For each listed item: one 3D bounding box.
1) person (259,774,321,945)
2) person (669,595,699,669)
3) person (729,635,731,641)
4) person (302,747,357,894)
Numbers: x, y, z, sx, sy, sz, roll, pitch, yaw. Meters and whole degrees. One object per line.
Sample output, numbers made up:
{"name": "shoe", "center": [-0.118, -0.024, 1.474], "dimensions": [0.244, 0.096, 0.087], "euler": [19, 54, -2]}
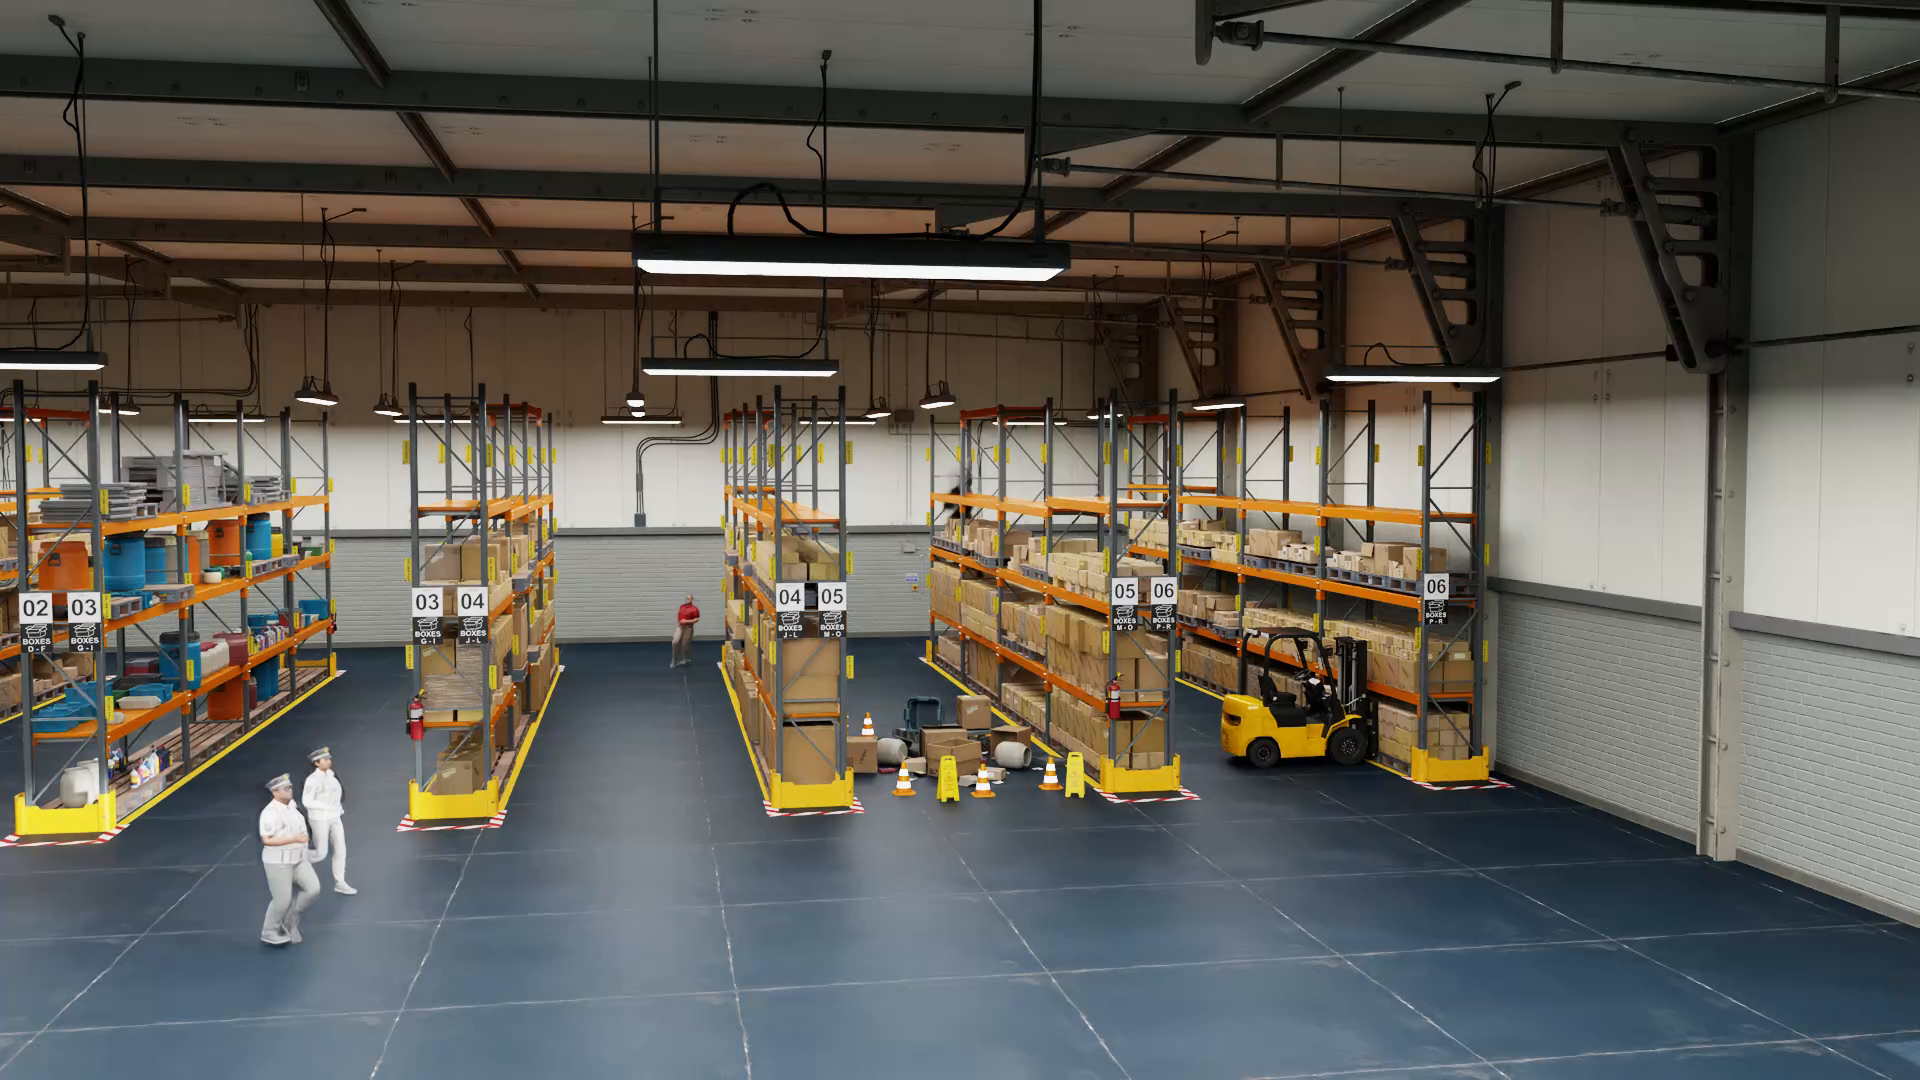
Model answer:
{"name": "person", "center": [-6.815, 3.269, 16.942], "dimensions": [0.660, 1.796, 0.644], "euler": [1, 3, 16]}
{"name": "person", "center": [-6.485, 2.157, 39.324], "dimensions": [0.663, 1.728, 0.794], "euler": [1, 3, 16]}
{"name": "person", "center": [-5.379, 2.143, 40.547], "dimensions": [0.837, 1.634, 0.610], "euler": [-1, 3, -14]}
{"name": "person", "center": [-7.279, 3.199, 19.007], "dimensions": [0.870, 1.669, 0.616], "euler": [1, 3, 16]}
